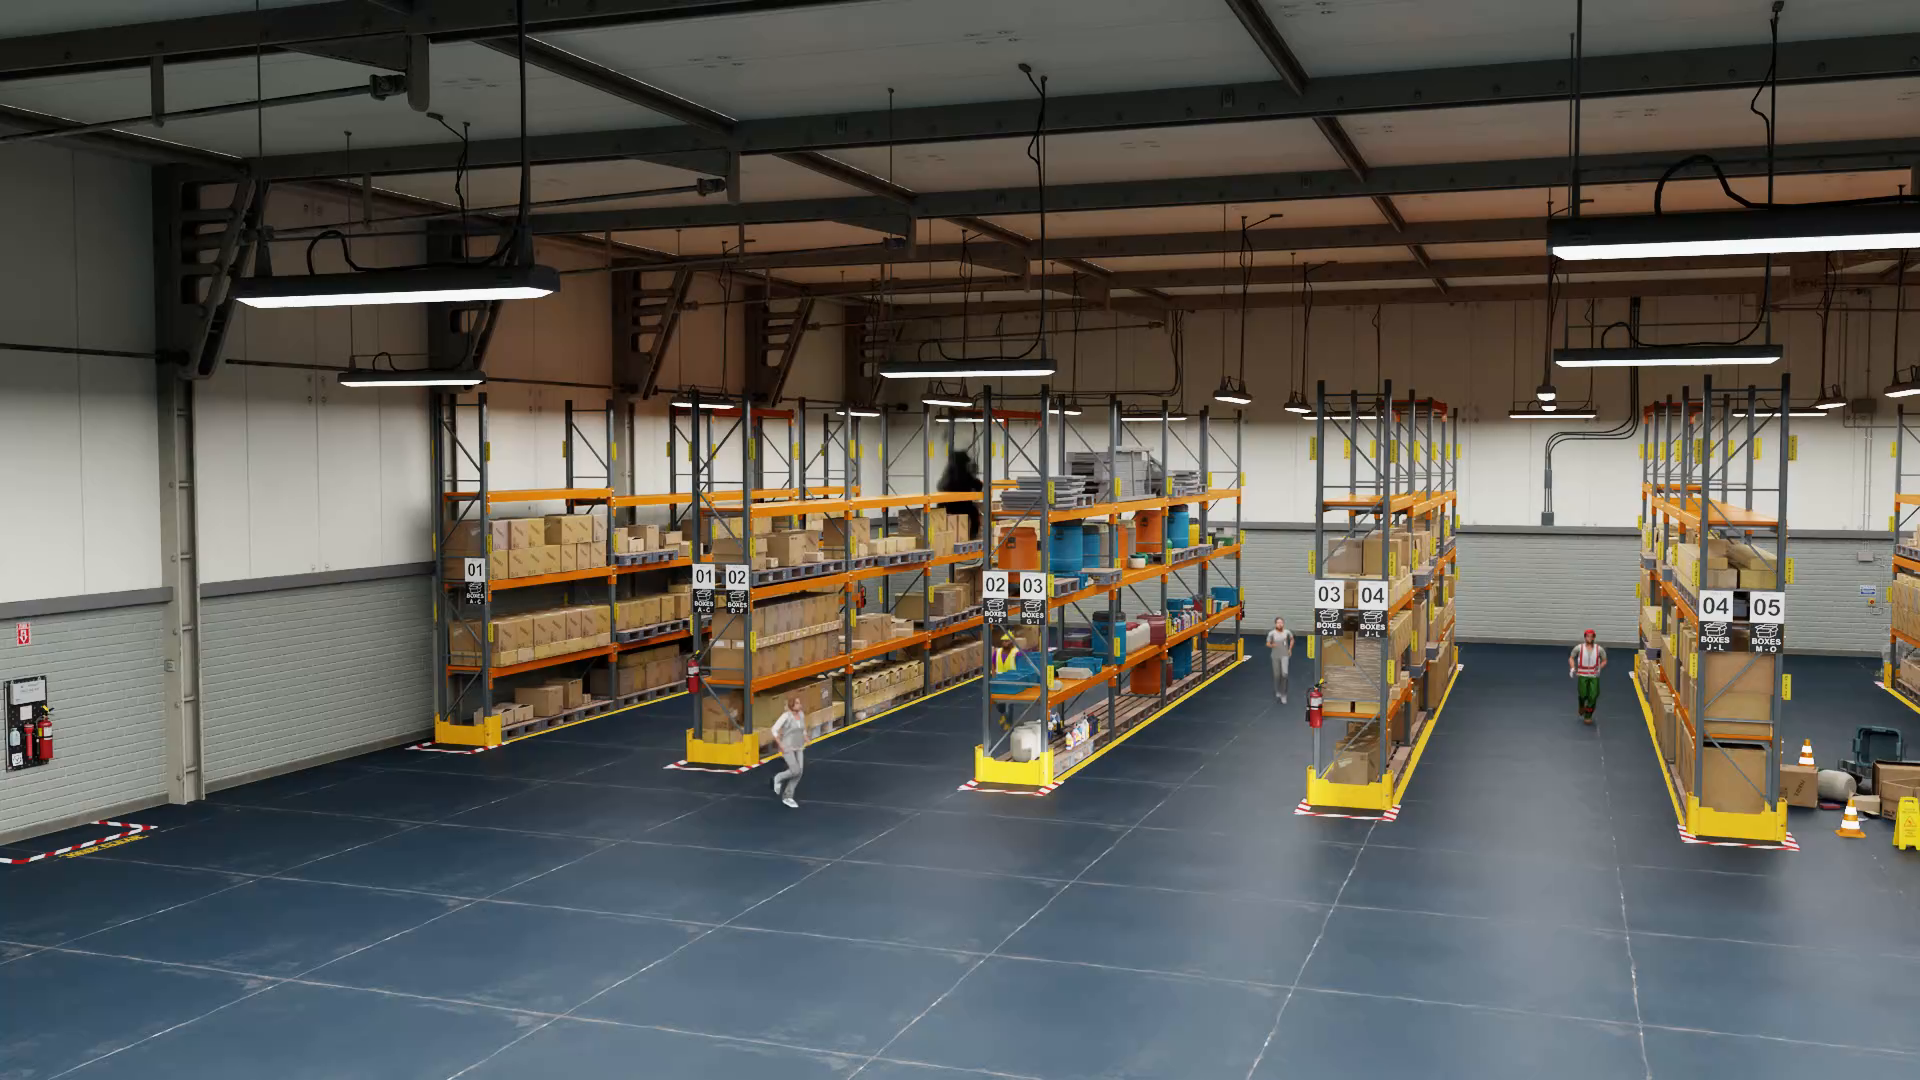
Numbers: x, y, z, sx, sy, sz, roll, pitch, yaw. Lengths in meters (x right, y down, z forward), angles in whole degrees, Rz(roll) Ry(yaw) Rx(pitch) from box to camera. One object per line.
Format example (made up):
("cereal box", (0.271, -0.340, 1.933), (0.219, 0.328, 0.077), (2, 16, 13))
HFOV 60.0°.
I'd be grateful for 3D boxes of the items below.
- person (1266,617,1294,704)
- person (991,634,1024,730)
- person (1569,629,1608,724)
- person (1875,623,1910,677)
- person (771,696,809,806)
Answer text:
("person", (6.399, 2.396, 33.286), (0.551, 1.726, 0.784), (1, 3, 11))
("person", (0.845, 2.545, 29.880), (0.710, 1.730, 0.573), (1, 3, 19))
("person", (11.551, 2.506, 30.546), (0.656, 1.737, 0.593), (1, 3, 16))
("person", (20.486, 2.173, 36.477), (0.713, 1.761, 0.877), (-2, 4, -36))
("person", (-2.390, 2.979, 23.559), (0.532, 1.558, 0.552), (3, 4, 41))
